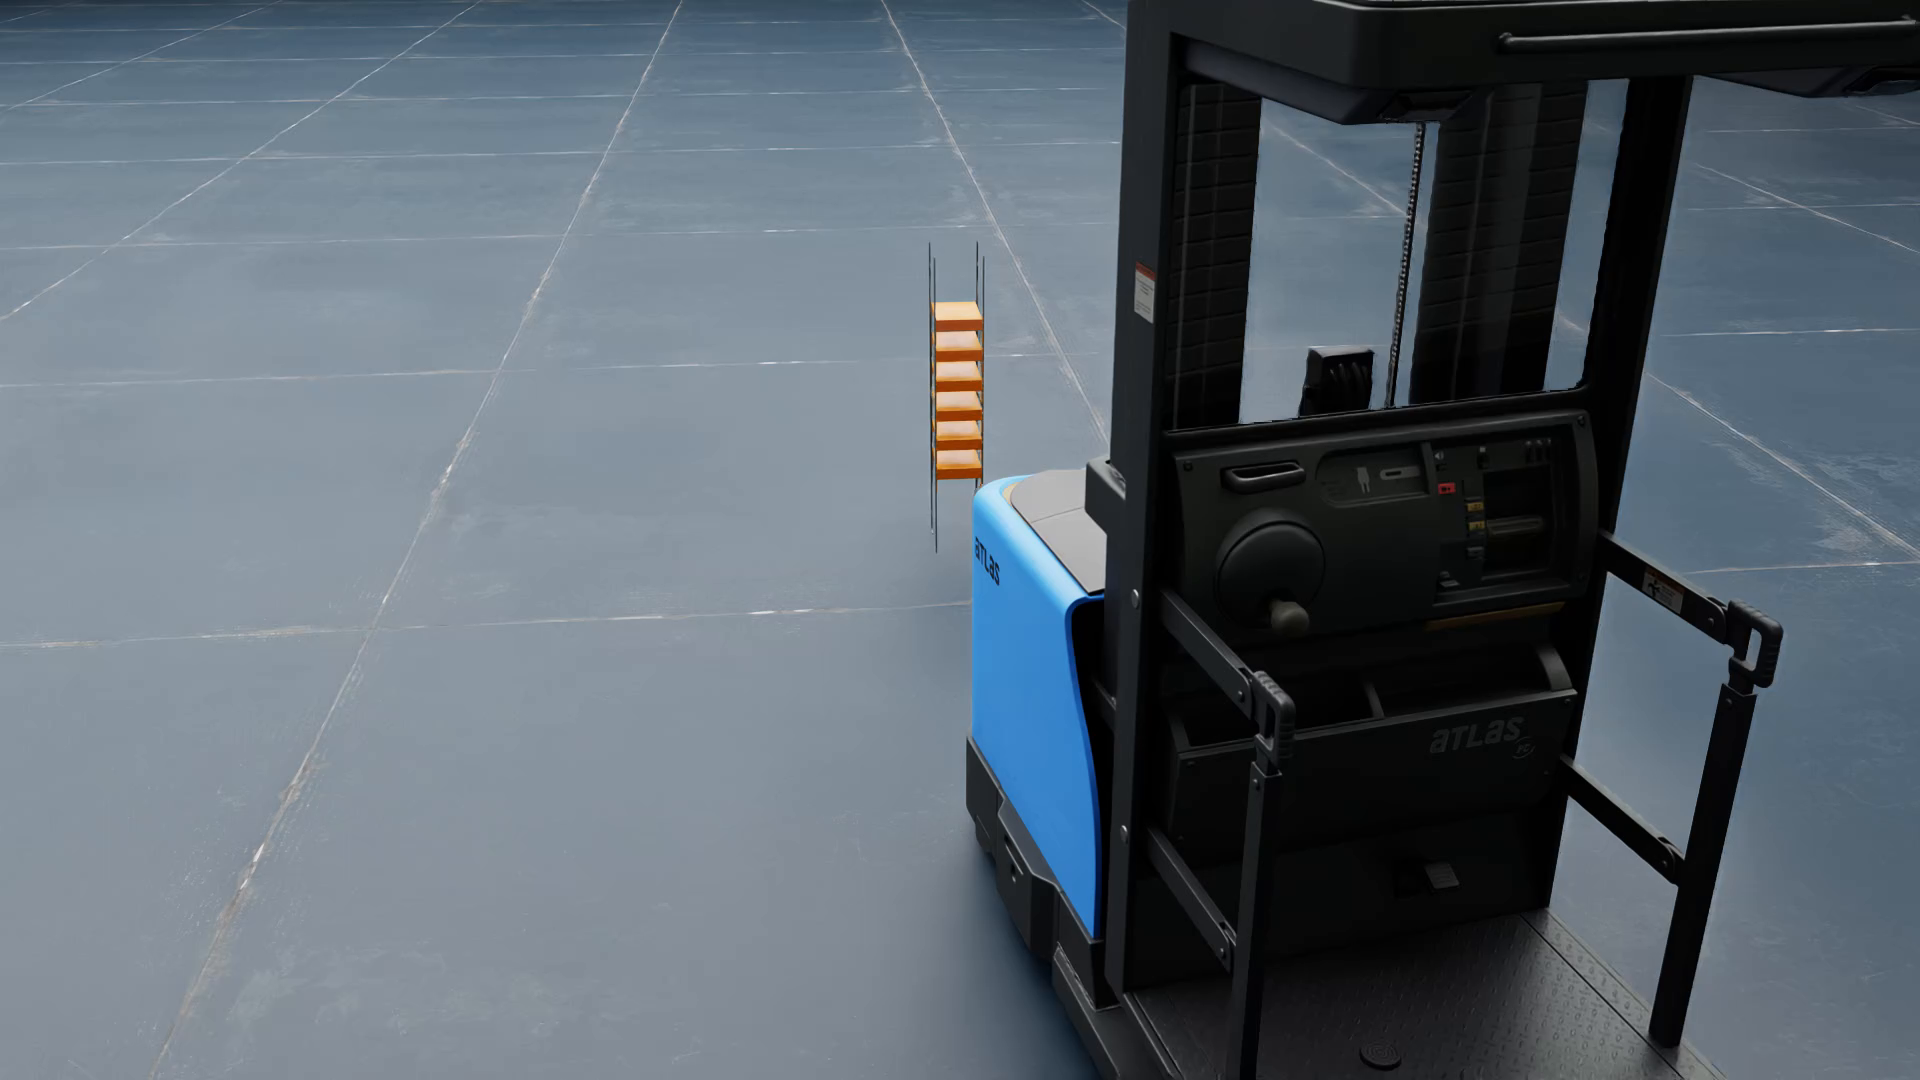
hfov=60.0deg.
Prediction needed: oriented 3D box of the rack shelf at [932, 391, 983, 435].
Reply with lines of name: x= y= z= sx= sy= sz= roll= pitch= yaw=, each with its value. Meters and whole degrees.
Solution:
rack shelf: x=-0.014 y=-0.507 z=6.523 sx=0.180 sy=0.103 sz=0.258 roll=-2 pitch=24 yaw=-5

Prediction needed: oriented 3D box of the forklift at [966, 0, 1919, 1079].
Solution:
forklift: x=0.931 y=-0.005 z=3.153 sx=1.130 sy=2.935 sz=3.031 roll=-7 pitch=25 yaw=-15

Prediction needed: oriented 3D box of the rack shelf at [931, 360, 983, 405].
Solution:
rack shelf: x=-0.014 y=-0.617 z=6.474 sx=0.180 sy=0.103 sz=0.258 roll=-2 pitch=24 yaw=-5

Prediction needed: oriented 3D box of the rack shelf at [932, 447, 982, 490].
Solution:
rack shelf: x=-0.014 y=-0.288 z=6.621 sx=0.180 sy=0.103 sz=0.258 roll=-2 pitch=24 yaw=-5

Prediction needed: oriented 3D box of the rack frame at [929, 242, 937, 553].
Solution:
rack frame: x=-0.105 y=-0.544 z=6.497 sx=0.006 sy=1.200 sz=0.240 roll=-2 pitch=24 yaw=-5

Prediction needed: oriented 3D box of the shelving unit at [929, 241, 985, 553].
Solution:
shelving unit: x=-0.014 y=-0.548 z=6.505 sx=0.189 sy=1.200 sz=0.258 roll=-2 pitch=24 yaw=-5

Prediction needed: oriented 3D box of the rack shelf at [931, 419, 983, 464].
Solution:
rack shelf: x=-0.014 y=-0.397 z=6.572 sx=0.180 sy=0.103 sz=0.258 roll=-2 pitch=24 yaw=-5

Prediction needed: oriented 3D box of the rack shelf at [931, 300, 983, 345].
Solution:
rack shelf: x=-0.014 y=-0.836 z=6.377 sx=0.180 sy=0.103 sz=0.258 roll=-2 pitch=24 yaw=-5

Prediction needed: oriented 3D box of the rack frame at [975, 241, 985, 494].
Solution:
rack frame: x=0.077 y=-0.551 z=6.513 sx=0.006 sy=1.200 sz=0.240 roll=-2 pitch=24 yaw=-5

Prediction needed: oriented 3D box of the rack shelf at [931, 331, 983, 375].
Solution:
rack shelf: x=-0.014 y=-0.726 z=6.426 sx=0.180 sy=0.103 sz=0.258 roll=-2 pitch=24 yaw=-5
